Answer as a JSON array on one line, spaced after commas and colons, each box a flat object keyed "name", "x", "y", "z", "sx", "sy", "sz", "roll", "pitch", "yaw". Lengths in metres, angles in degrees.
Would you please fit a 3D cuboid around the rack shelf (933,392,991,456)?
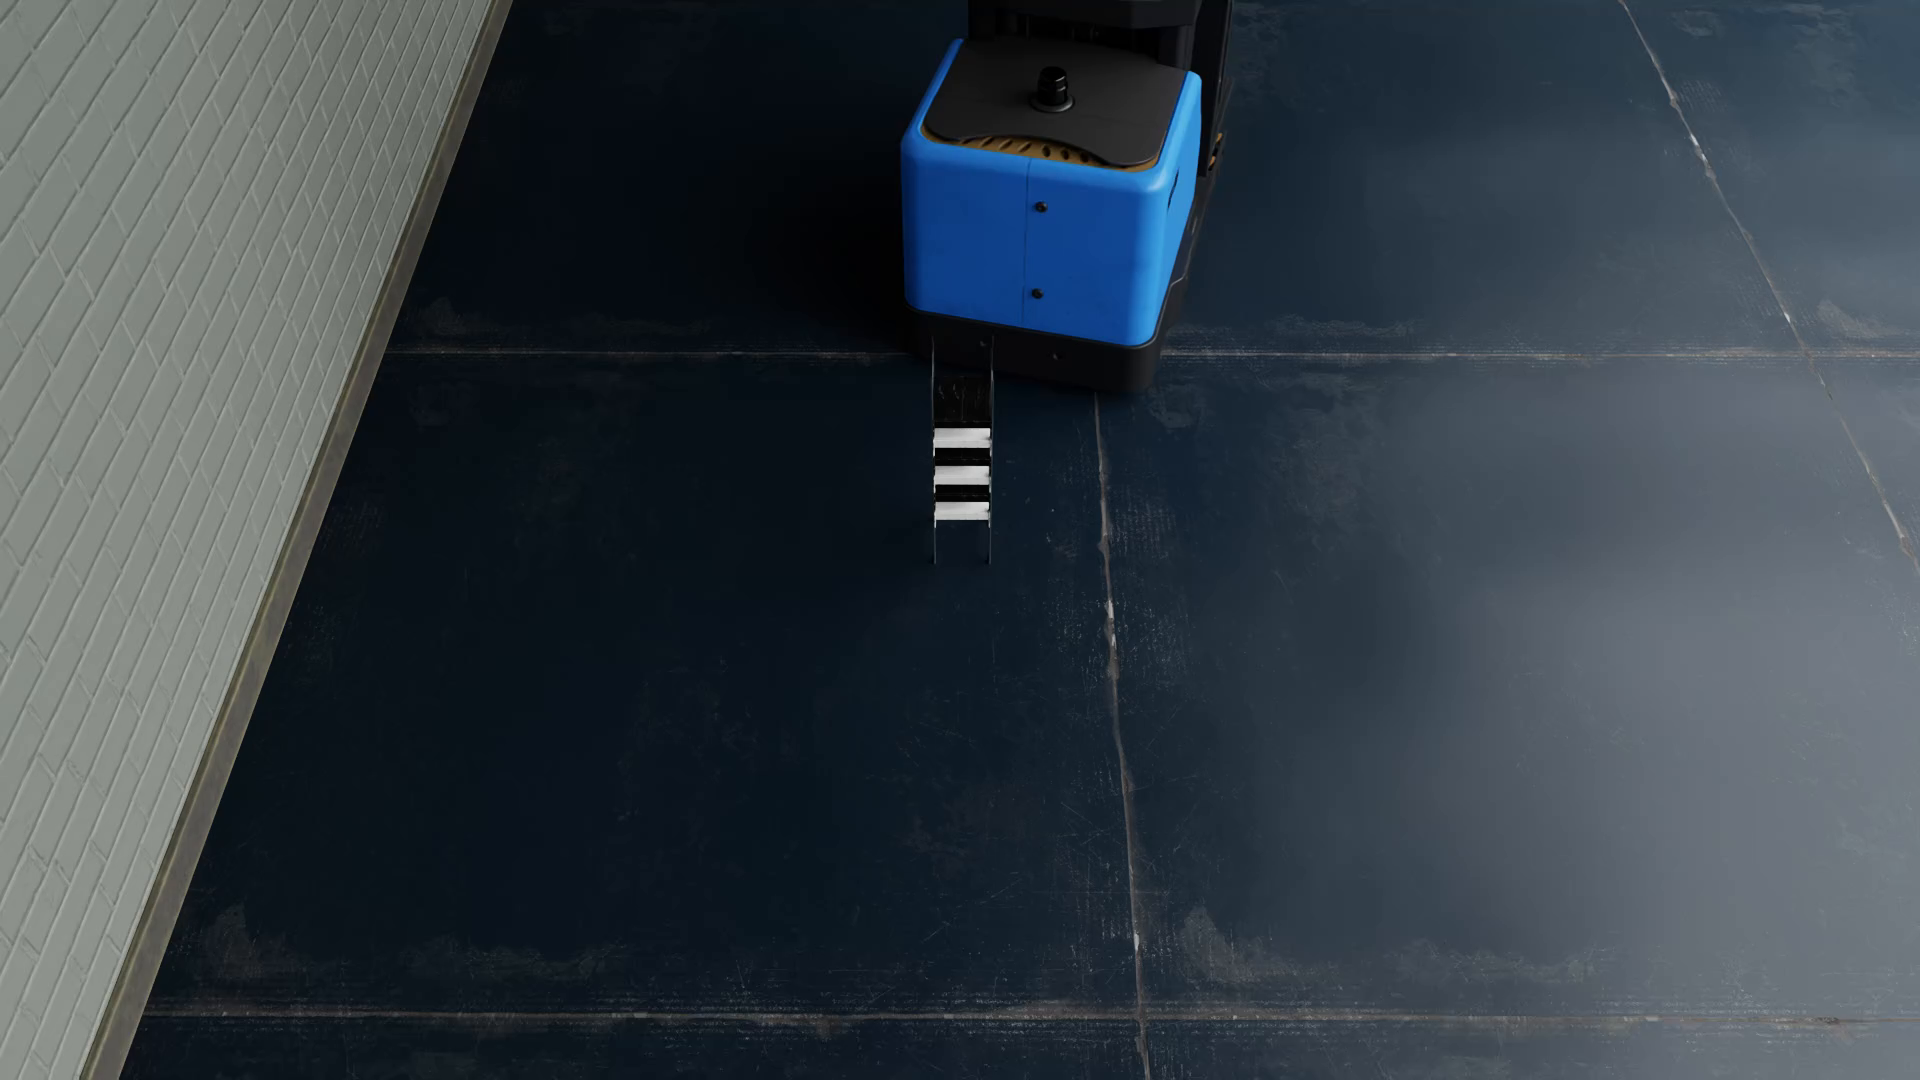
[{"name": "rack shelf", "x": 0.008, "y": -0.406, "z": 5.813, "sx": 0.200, "sy": 0.077, "sz": 0.258, "roll": 0, "pitch": 47, "yaw": 0}]

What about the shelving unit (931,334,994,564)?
[{"name": "shelving unit", "x": 0.008, "y": -0.307, "z": 5.921, "sx": 0.210, "sy": 0.900, "sz": 0.258, "roll": 0, "pitch": 47, "yaw": 0}]

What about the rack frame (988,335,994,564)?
[{"name": "rack frame", "x": 0.110, "y": -0.306, "z": 5.920, "sx": 0.006, "sy": 0.900, "sz": 0.240, "roll": 0, "pitch": 47, "yaw": 0}]

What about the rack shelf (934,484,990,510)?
[{"name": "rack shelf", "x": 0.008, "y": -0.223, "z": 6.011, "sx": 0.200, "sy": 0.077, "sz": 0.258, "roll": 0, "pitch": 47, "yaw": 0}]

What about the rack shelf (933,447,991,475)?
[{"name": "rack shelf", "x": 0.008, "y": -0.345, "z": 5.879, "sx": 0.200, "sy": 0.077, "sz": 0.258, "roll": 0, "pitch": 47, "yaw": 0}]

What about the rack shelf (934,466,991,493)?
[{"name": "rack shelf", "x": 0.008, "y": -0.284, "z": 5.945, "sx": 0.200, "sy": 0.077, "sz": 0.258, "roll": 0, "pitch": 47, "yaw": 0}]

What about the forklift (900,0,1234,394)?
[{"name": "forklift", "x": 0.637, "y": -2.690, "z": 6.752, "sx": 1.130, "sy": 2.935, "sz": 3.031, "roll": 11, "pitch": 48, "yaw": 10}]

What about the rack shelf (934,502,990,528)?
[{"name": "rack shelf", "x": 0.008, "y": -0.161, "z": 6.077, "sx": 0.200, "sy": 0.077, "sz": 0.258, "roll": 0, "pitch": 47, "yaw": 0}]

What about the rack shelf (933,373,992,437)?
[{"name": "rack shelf", "x": 0.008, "y": -0.468, "z": 5.747, "sx": 0.200, "sy": 0.077, "sz": 0.258, "roll": 0, "pitch": 47, "yaw": 0}]

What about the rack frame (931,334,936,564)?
[{"name": "rack frame", "x": -0.094, "y": -0.307, "z": 5.921, "sx": 0.006, "sy": 0.900, "sz": 0.240, "roll": 0, "pitch": 47, "yaw": 0}]
